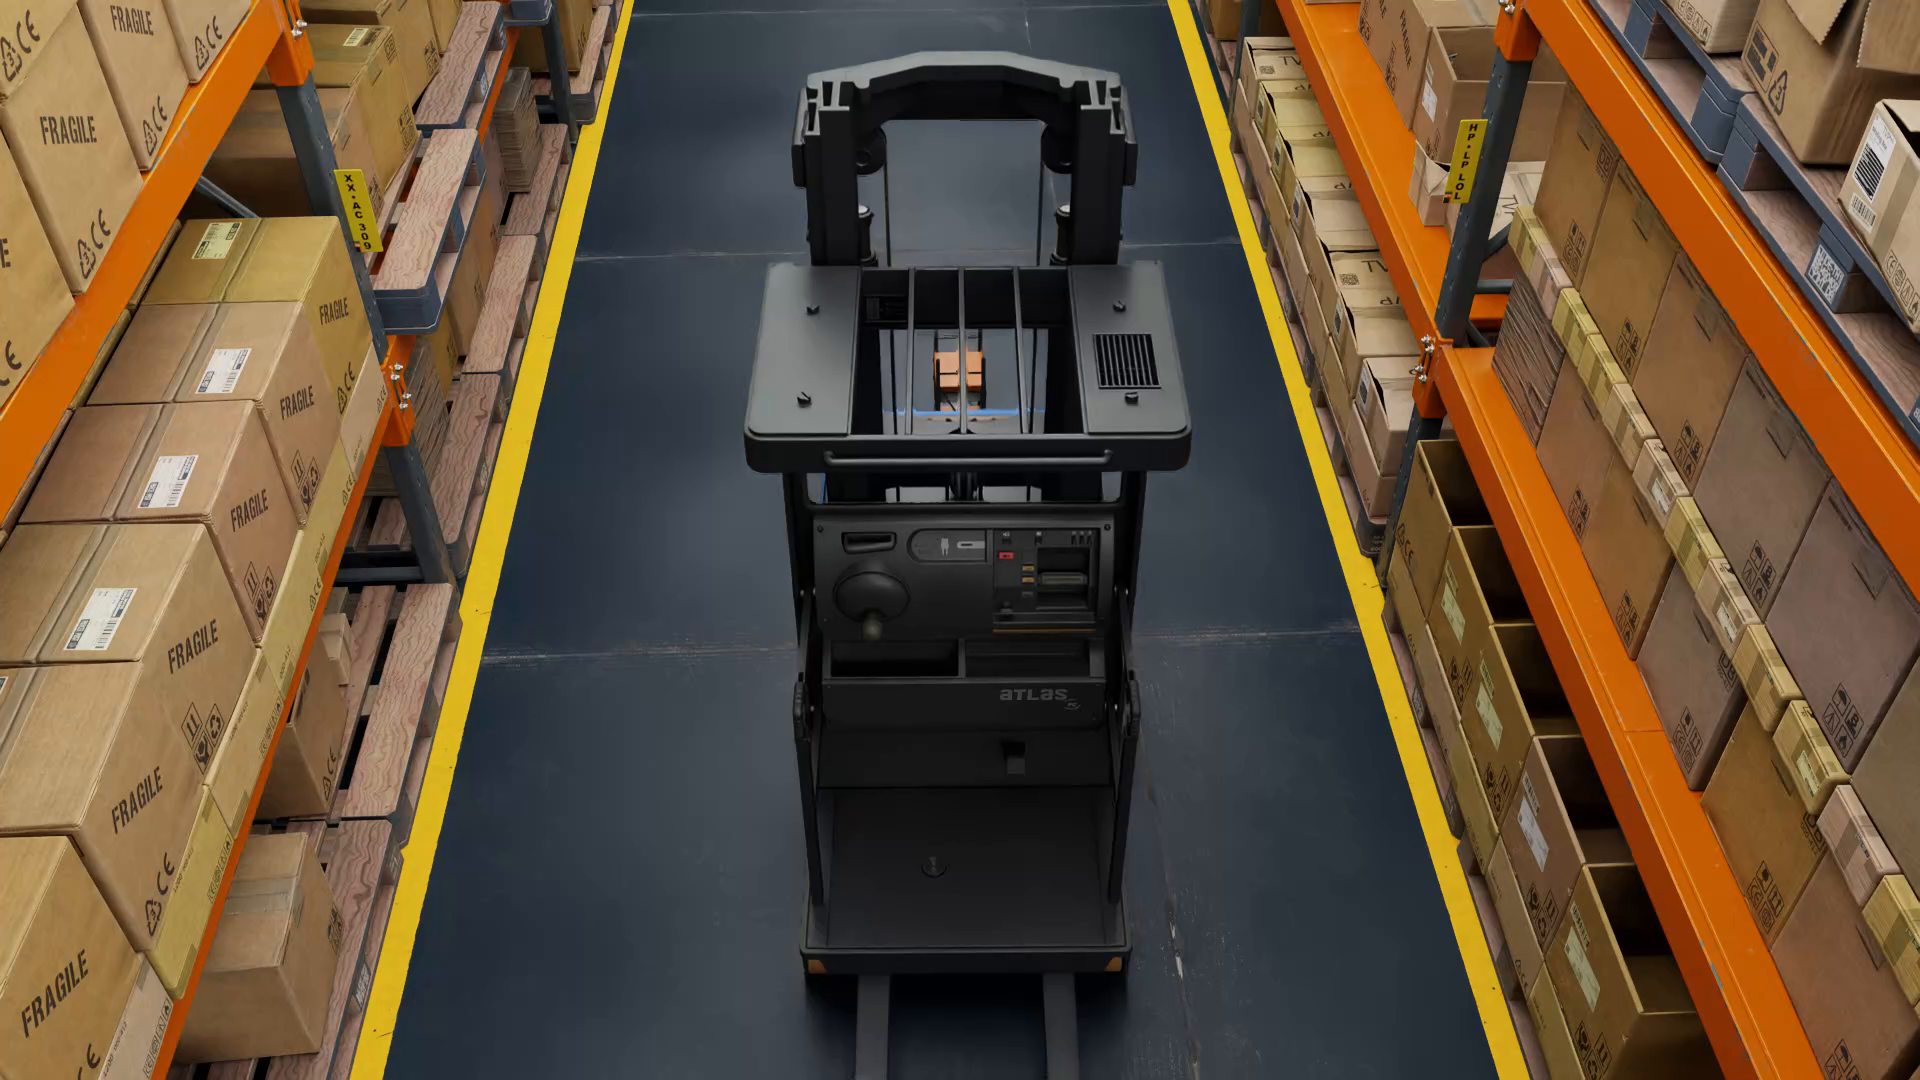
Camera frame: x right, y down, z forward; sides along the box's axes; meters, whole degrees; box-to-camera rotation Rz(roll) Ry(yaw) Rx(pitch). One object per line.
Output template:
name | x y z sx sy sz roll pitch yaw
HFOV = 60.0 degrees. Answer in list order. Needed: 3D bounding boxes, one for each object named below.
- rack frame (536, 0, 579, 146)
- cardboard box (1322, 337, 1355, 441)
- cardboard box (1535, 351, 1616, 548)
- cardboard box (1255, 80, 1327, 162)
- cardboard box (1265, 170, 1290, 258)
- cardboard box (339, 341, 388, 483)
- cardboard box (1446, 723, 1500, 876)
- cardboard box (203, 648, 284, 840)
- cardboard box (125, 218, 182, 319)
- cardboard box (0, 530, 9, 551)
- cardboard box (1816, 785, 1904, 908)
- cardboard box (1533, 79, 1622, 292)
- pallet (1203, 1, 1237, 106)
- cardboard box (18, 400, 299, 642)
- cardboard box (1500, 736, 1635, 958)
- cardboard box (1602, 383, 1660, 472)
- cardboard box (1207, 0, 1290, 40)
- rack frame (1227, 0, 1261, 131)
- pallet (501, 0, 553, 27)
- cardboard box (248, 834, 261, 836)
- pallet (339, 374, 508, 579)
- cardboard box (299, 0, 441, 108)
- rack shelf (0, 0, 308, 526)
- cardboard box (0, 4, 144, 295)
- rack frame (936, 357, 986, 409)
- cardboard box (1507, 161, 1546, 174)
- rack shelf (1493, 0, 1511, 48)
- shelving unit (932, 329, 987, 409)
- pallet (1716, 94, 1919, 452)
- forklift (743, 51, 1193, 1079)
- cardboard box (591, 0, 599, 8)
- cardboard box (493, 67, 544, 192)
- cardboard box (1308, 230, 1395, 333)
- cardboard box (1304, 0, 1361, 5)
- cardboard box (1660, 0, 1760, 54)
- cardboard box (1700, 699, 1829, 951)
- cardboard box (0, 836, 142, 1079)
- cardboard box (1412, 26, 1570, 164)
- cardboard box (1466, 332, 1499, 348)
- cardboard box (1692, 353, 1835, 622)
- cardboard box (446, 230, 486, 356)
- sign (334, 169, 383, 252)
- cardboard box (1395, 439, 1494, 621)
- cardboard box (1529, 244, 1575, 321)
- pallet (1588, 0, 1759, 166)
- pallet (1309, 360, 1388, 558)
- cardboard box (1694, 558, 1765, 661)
rack frame | -2.806 -3.503 9.002 1.000 3.000 0.127 -2 43 -2
cardboard box | 1.986 -0.702 7.670 0.500 0.250 0.500 -2 43 -2
cardboard box | 2.367 -0.329 5.465 0.700 0.500 0.500 -2 43 -2
cardboard box | 1.903 -2.279 8.976 0.500 0.311 0.500 -3 43 -3
cardboard box | 1.922 -1.737 8.799 0.500 0.250 0.500 -3 43 -3
cardboard box | -2.313 -0.444 5.760 0.500 0.250 0.500 -2 43 -2
cardboard box | 2.062 0.909 5.913 0.500 0.250 0.500 -2 43 -2
cardboard box | -2.241 0.571 4.653 0.500 0.250 0.500 -1 43 -1
cardboard box | -2.825 -0.708 5.493 0.500 0.500 0.500 -3 43 -3
cardboard box | -2.758 0.328 4.363 0.500 0.500 0.500 -1 43 -1
cardboard box | 2.244 0.705 3.856 0.380 0.149 0.250 -1 43 -1
cardboard box | 2.338 -1.163 5.415 0.700 0.500 0.500 -1 43 -2
pallet | 2.149 -3.125 10.653 1.003 0.211 1.213 -2 43 -2
cardboard box | -2.269 -0.044 4.769 0.500 0.500 0.500 -3 43 -3
cardboard box | 2.086 0.970 5.291 0.500 0.500 0.500 -2 43 -2
cardboard box | 2.176 -0.347 5.004 0.380 0.149 0.250 -3 43 -3
cardboard box | 1.869 -3.513 10.537 0.500 0.500 0.500 0 43 0
rack frame | 2.143 -3.648 9.159 1.000 3.000 0.127 -2 43 -2
pallet | -2.669 -2.954 8.545 1.213 0.211 1.003 -2 43 -2
cardboard box | -2.588 1.166 5.692 0.380 0.149 0.250 -5 43 -5
pallet | -2.670 -0.300 7.571 1.003 0.211 1.213 -2 43 -2
cardboard box | -2.699 -2.167 7.145 0.700 0.500 0.500 4 43 4
rack shelf | -2.551 -0.293 3.812 1.077 0.370 4.000 -2 43 -2
cardboard box | -2.297 -0.904 3.857 0.500 0.500 0.500 -3 43 -3
rack frame | 0.003 -0.341 6.994 0.200 1.050 0.008 -2 43 -2
cardboard box | 2.480 -1.459 6.957 0.380 0.149 0.250 -2 43 -2
rack shelf | 2.228 -3.138 6.916 1.077 0.370 4.000 -2 43 -2
shelving unit | -0.002 -0.423 7.084 0.215 1.050 0.252 -2 43 -2
pallet | 2.424 -0.624 3.706 1.003 0.211 1.213 -2 43 -2
forklift | 0.016 0.201 5.011 1.130 2.935 3.031 0 43 0
cardboard box | -2.737 -3.957 10.777 0.750 0.750 0.750 -2 43 -2
cardboard box | -2.723 -2.259 9.169 0.700 0.500 0.500 -1 43 -1
cardboard box | 1.962 -1.249 7.851 0.500 0.311 0.500 -2 43 -2
cardboard box | 1.988 -3.006 8.525 0.500 0.311 0.500 -2 43 -2
cardboard box | 2.094 -1.515 4.264 0.500 0.311 0.500 -4 43 -4
cardboard box | 2.434 0.711 4.330 0.700 0.500 0.500 -1 43 -2
cardboard box | -2.197 1.004 3.625 0.500 0.500 0.500 -2 43 -2
cardboard box | 2.274 -1.859 7.134 0.500 0.500 0.500 1 43 1
cardboard box | 2.528 -0.920 7.492 0.500 0.311 0.500 -2 43 -2
cardboard box | 2.402 -0.147 4.306 0.700 0.500 0.500 -2 43 -2
cardboard box | -2.737 -1.233 8.049 0.700 0.500 0.500 -1 43 -1
sign | -2.094 -1.143 5.786 0.100 0.325 0.005 -2 43 -2
cardboard box | 2.020 -0.043 6.396 0.500 0.500 0.500 -2 43 -2
cardboard box | 2.142 -0.867 5.572 0.380 0.149 0.250 -1 43 -1
pallet | 2.375 -1.445 4.602 1.003 0.211 1.213 -2 43 -2
pallet | 2.243 -0.416 7.697 1.003 0.211 1.213 -2 43 -2
cardboard box | 2.208 0.177 4.432 0.380 0.149 0.250 -2 43 -2
